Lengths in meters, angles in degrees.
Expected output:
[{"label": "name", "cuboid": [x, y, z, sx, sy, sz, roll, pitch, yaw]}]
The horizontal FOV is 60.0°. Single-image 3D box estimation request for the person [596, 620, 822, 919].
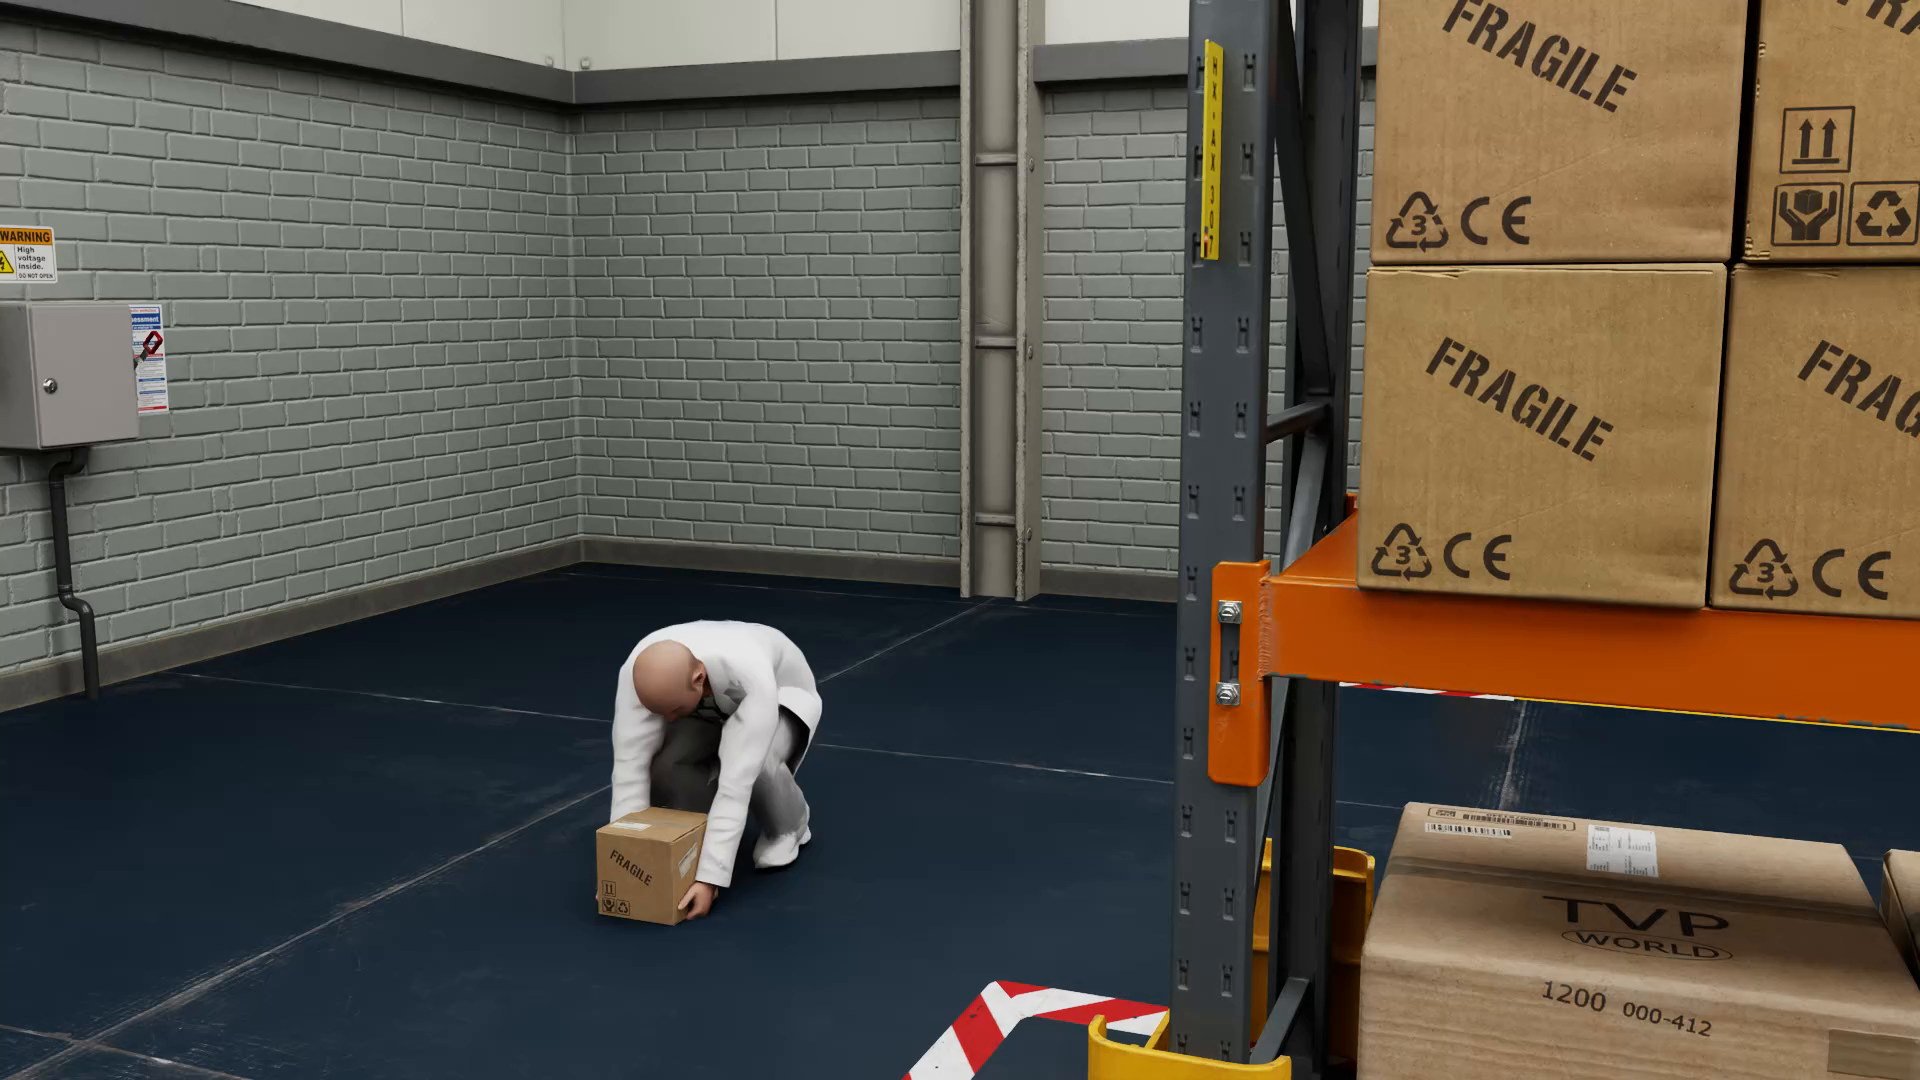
[{"label": "person", "cuboid": [-0.751, 0.639, 5.085, 0.577, 0.829, 0.932, 3, 9, 20]}]
